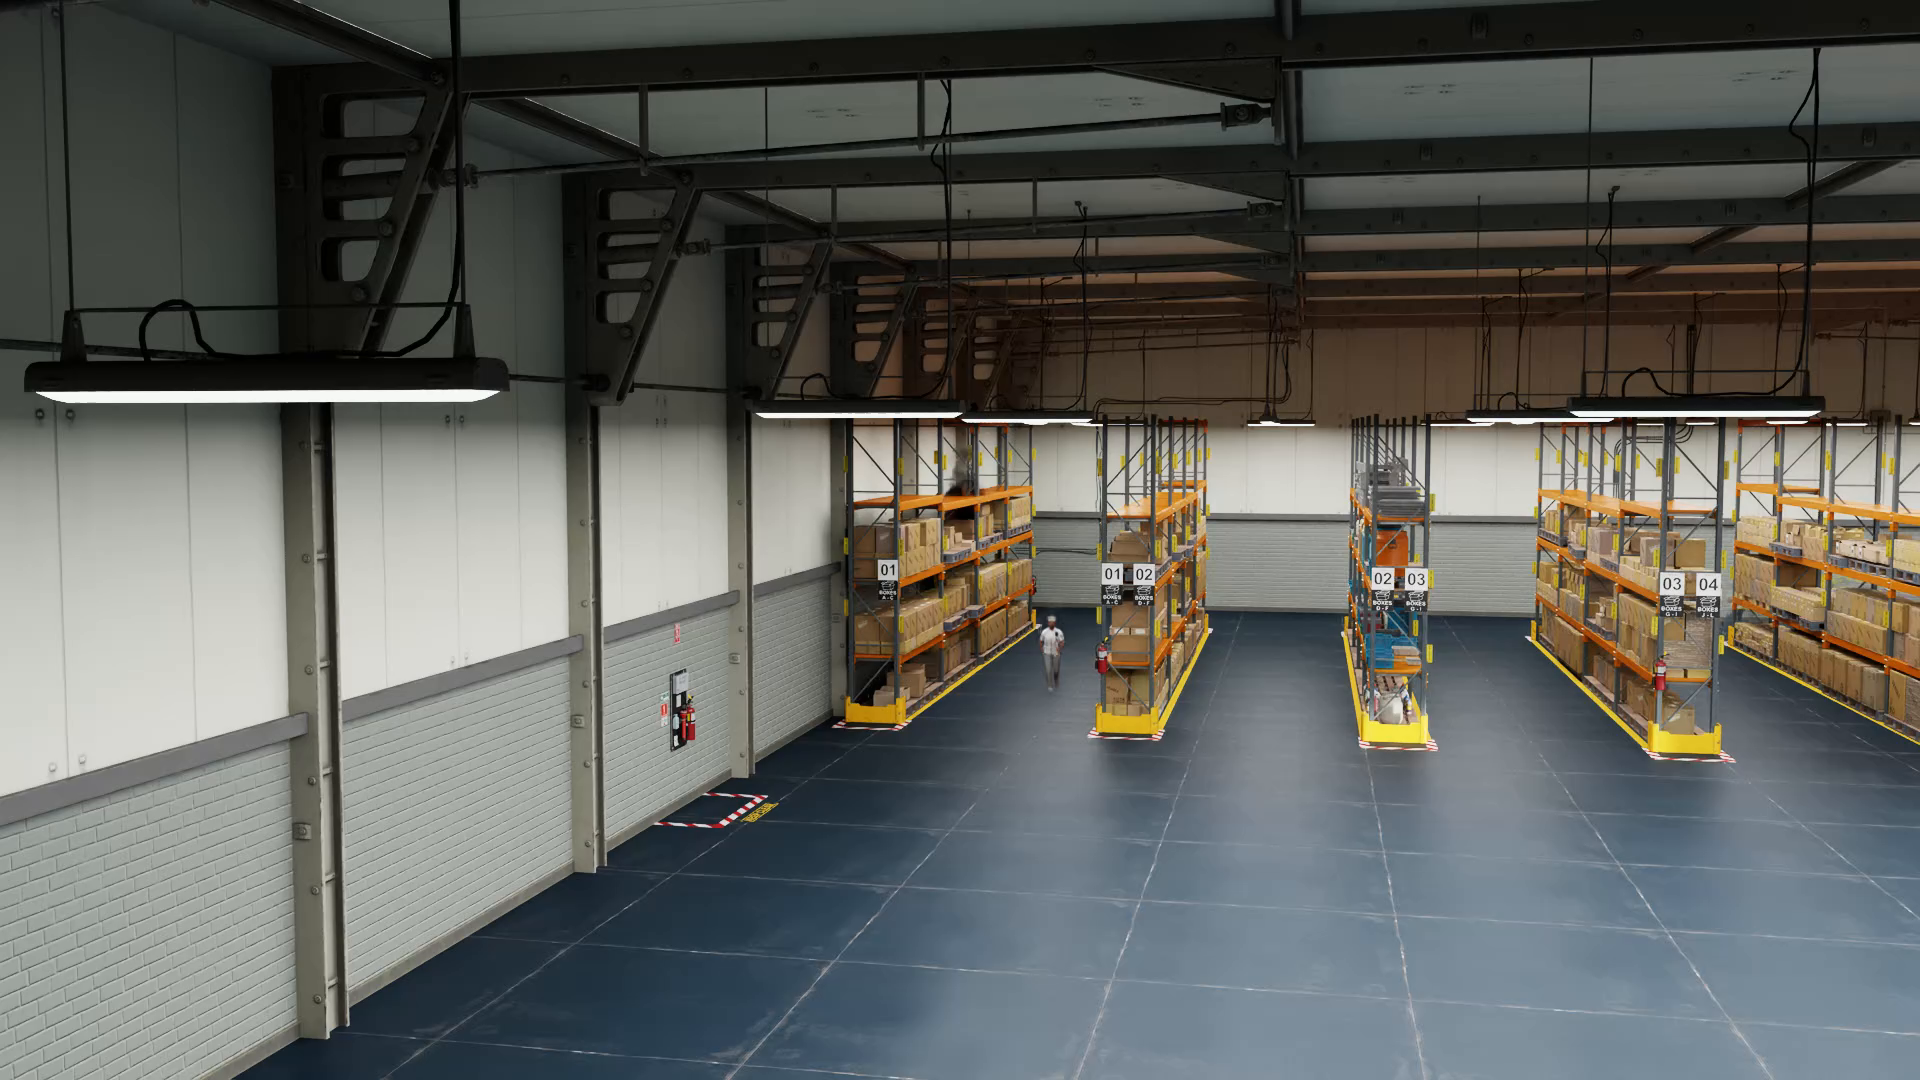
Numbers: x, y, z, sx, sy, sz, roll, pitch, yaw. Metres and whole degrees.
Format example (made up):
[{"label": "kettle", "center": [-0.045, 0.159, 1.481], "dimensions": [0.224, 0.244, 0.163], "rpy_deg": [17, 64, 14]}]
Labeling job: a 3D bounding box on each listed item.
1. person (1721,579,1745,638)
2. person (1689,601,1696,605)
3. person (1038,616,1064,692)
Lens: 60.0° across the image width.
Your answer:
[{"label": "person", "center": [21.013, 1.850, 44.983], "dimensions": [0.931, 1.741, 0.719], "rpy_deg": [1, 4, 8]}, {"label": "person", "center": [19.116, 1.996, 43.890], "dimensions": [0.658, 1.626, 0.797], "rpy_deg": [3, 5, 34]}, {"label": "person", "center": [1.993, 2.476, 36.341], "dimensions": [0.574, 1.649, 0.566], "rpy_deg": [0, 4, 6]}]
